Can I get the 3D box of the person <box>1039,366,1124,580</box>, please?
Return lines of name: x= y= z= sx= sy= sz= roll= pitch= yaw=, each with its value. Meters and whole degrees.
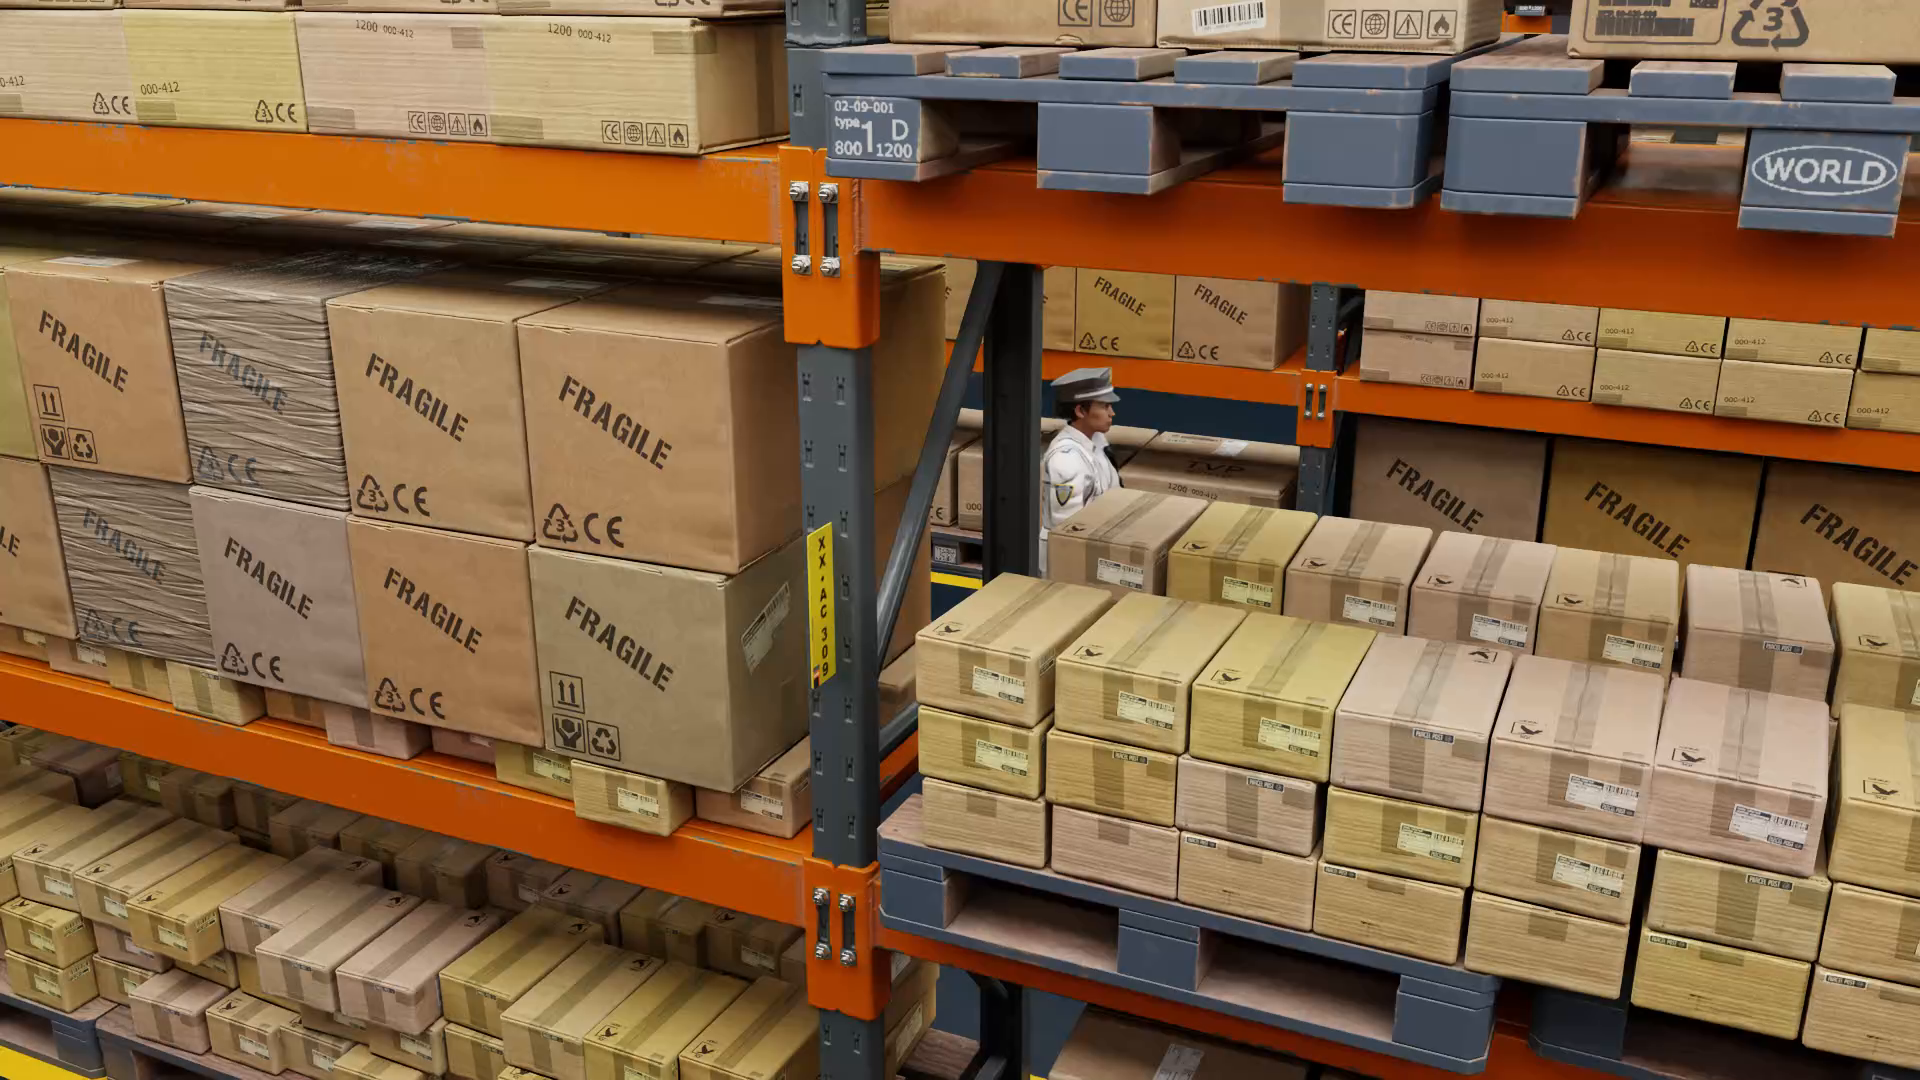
person: x=0.527 y=0.129 z=6.655 sx=0.424 sy=1.686 sz=0.498 roll=8 pitch=21 yaw=22
